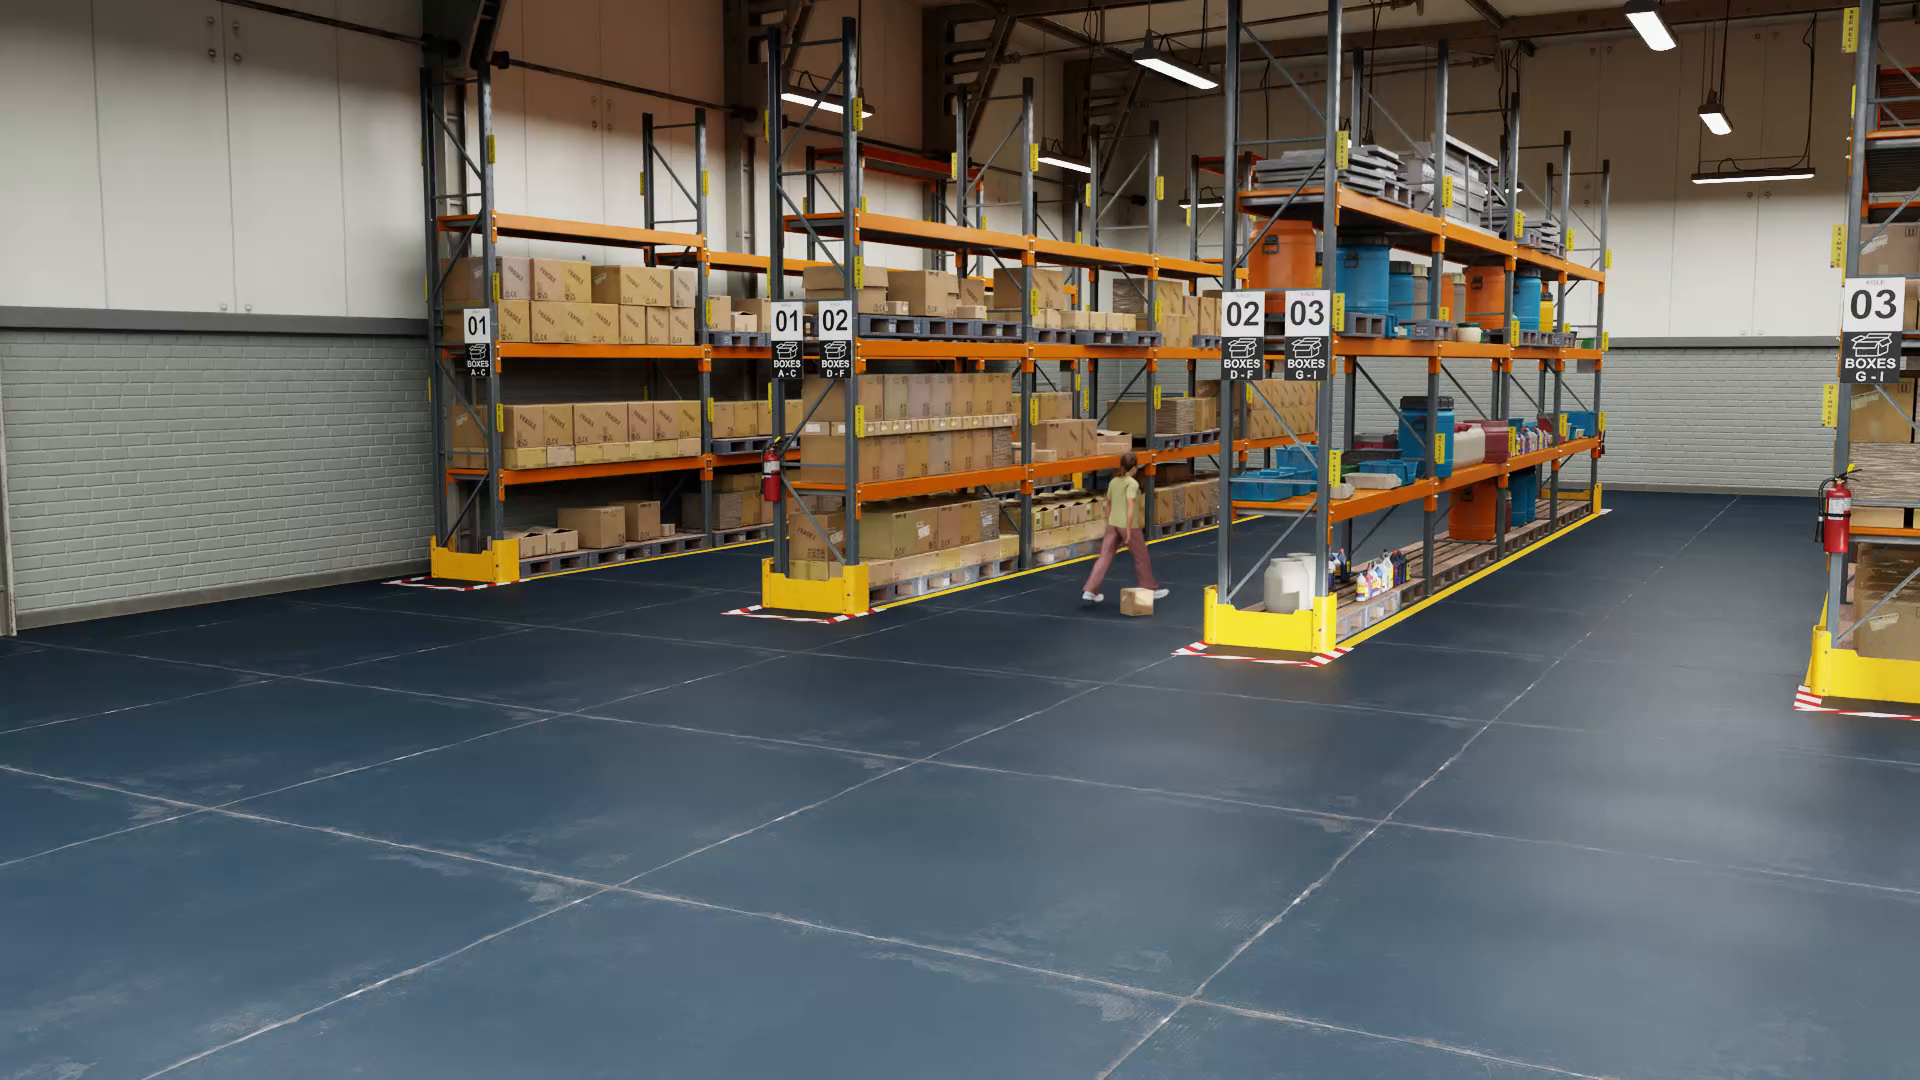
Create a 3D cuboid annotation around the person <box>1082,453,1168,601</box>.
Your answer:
[{"bbox_3d":[1.732,-0.129,17.769,1.097,1.604,0.451,-6,8,-43],"label":"person"}]
